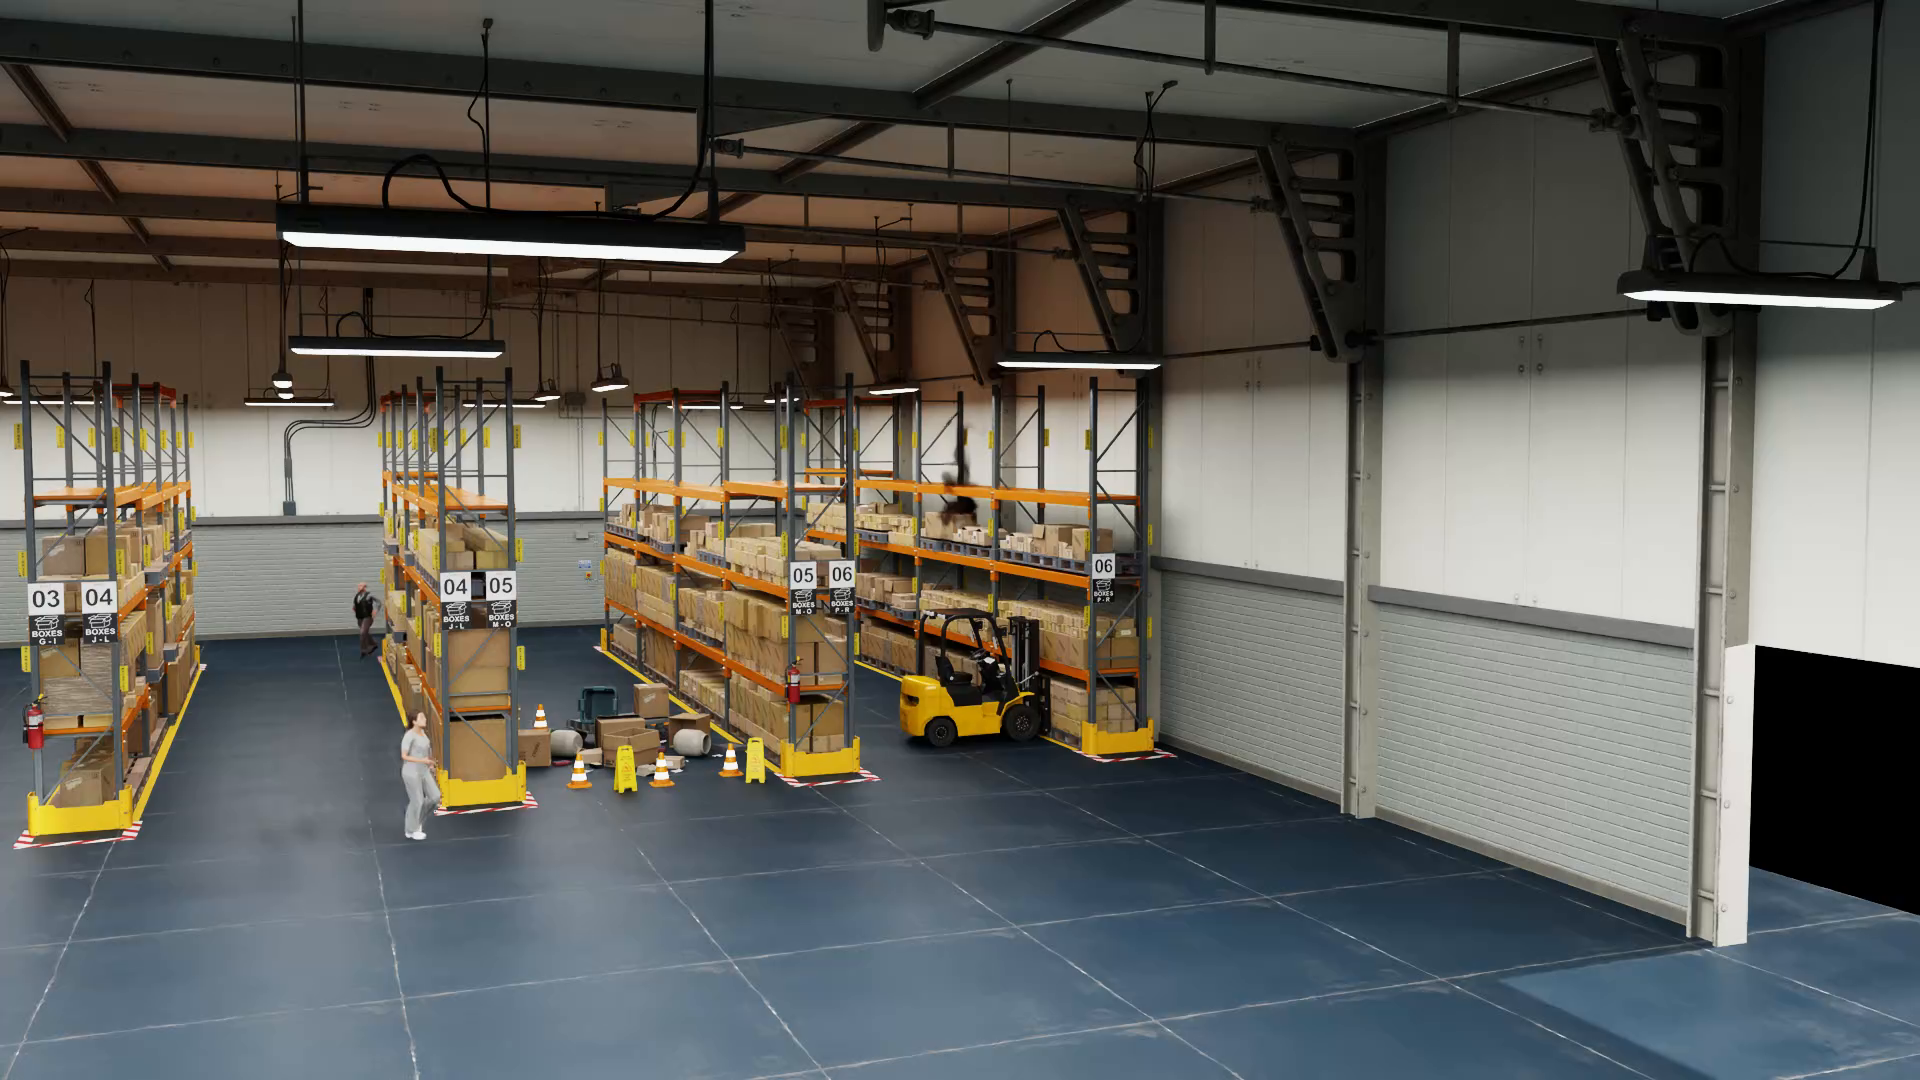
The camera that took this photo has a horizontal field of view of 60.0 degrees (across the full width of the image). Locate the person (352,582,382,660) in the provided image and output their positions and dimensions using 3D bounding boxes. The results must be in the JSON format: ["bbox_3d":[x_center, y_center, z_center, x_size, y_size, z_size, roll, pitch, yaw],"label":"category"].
[{"bbox_3d":[-13.670,1.844,38.230,0.686,1.770,0.856,2,4,26],"label":"person"}]

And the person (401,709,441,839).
[{"bbox_3d":[-6.757,2.929,20.803,0.558,1.639,0.553,1,4,17],"label":"person"}]
